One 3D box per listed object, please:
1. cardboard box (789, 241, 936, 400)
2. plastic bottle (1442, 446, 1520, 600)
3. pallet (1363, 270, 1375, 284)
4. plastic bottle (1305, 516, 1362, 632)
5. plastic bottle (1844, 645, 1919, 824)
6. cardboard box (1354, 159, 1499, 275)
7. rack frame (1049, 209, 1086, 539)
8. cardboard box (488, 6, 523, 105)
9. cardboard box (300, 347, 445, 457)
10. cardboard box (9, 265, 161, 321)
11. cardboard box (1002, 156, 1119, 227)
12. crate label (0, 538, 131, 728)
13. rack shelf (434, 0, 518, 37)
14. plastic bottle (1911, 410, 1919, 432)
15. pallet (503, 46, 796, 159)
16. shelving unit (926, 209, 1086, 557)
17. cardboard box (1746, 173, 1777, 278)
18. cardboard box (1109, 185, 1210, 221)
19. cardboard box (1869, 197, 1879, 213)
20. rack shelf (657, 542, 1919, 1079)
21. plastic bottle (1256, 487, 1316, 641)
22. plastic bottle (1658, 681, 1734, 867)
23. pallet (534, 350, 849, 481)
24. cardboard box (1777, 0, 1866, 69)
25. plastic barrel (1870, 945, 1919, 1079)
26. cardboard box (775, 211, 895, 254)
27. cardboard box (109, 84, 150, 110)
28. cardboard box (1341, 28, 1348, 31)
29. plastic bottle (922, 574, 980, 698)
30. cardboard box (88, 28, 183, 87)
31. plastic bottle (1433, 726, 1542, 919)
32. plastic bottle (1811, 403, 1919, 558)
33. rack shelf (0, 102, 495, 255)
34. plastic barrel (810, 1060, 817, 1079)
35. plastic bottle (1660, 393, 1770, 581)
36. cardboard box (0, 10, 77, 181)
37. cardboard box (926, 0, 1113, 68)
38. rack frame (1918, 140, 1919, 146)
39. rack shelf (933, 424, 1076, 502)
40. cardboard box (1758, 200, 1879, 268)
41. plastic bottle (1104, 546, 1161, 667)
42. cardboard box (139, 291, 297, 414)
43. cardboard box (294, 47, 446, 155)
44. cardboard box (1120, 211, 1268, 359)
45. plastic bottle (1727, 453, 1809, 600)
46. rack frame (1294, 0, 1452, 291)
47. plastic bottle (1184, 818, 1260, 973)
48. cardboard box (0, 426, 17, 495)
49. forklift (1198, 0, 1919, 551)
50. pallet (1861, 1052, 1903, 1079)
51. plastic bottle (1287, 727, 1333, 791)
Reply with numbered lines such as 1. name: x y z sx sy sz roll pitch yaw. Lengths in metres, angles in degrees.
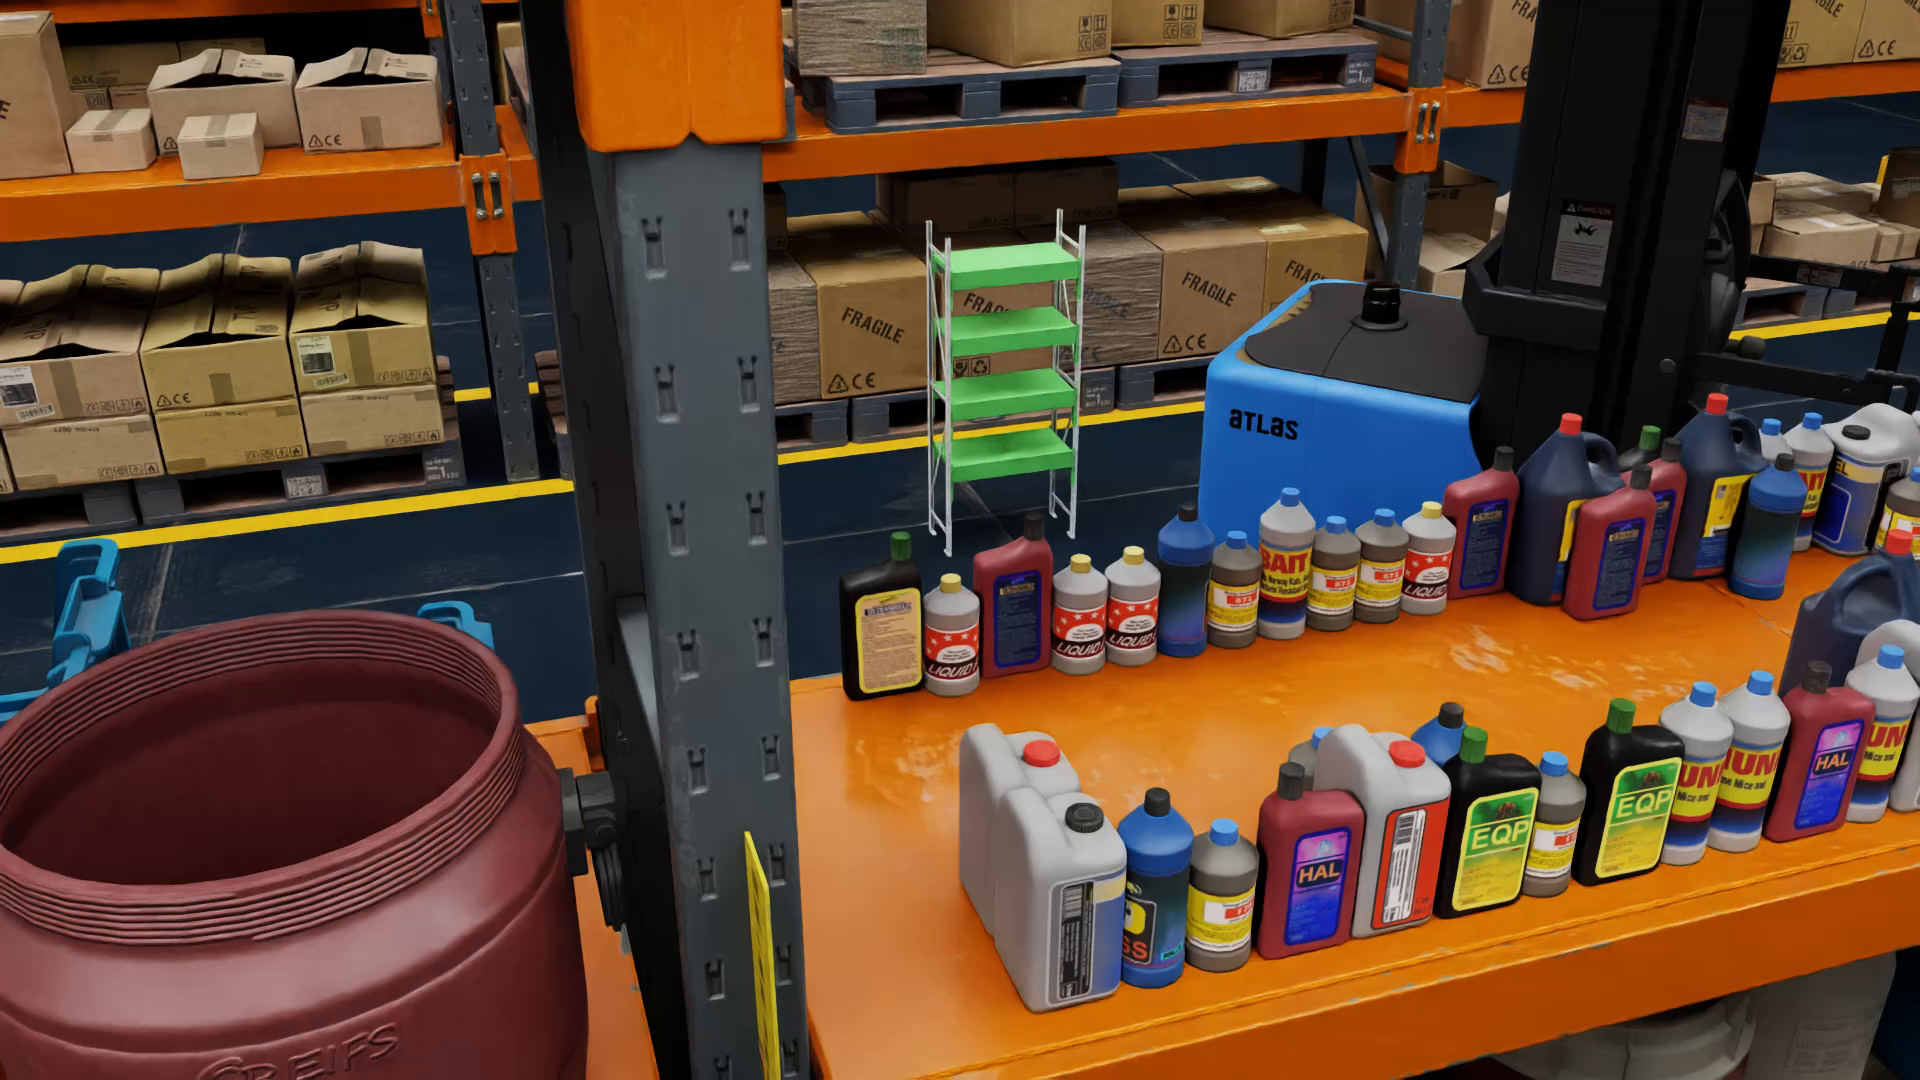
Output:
1. cardboard box: -0.418 -0.947 7.101 0.500 0.500 0.500 -9 28 -17
2. plastic bottle: 0.956 -0.033 3.074 0.133 0.283 0.061 -8 28 -16
3. pallet: 2.543 -1.182 8.394 1.213 0.211 1.003 -8 28 -16
4. plastic bottle: 0.667 0.054 2.990 0.097 0.201 0.097 0 26 0
5. plastic bottle: 1.345 0.280 2.458 0.097 0.271 0.097 0 26 0
6. cardboard box: 2.344 -1.613 8.442 0.500 0.500 0.500 -8 28 -16
7. rack frame: 0.389 -0.594 6.097 0.015 1.200 0.240 -8 28 -16
8. cardboard box: -2.711 -3.151 11.170 0.750 0.750 0.750 -9 28 -17
9. cardboard box: -2.338 -0.567 6.639 0.500 0.250 0.500 -8 27 -15
10. cardboard box: -3.485 -0.901 6.681 0.500 0.311 0.500 -9 28 -17
11. cardboard box: 0.404 -1.649 7.672 0.500 0.250 0.500 -8 28 -16
12. crate label: -1.412 0.315 2.202 0.616 0.435 0.502 -8 28 -16
13. rack shelf: -1.549 -3.833 11.407 4.000 0.370 1.077 -8 28 -16
14. plastic bottle: 1.982 -0.157 3.331 0.135 0.276 0.152 -8 28 -16
15. pallet: -1.291 -1.823 6.765 1.003 0.211 1.213 -8 28 -16
16. shelving unit: 0.157 -0.560 6.029 0.503 1.200 0.258 -8 28 -16
17. cardboard box: 3.675 -1.677 8.567 0.637 0.503 0.797 -8 28 -16
18. cardboard box: 0.851 -1.373 7.958 0.500 0.500 0.500 -8 27 -15
19. cardboard box: 4.951 -1.869 9.333 0.250 0.166 0.380 -8 28 -16
20. rack shelf: 1.519 0.355 2.970 4.000 0.370 1.077 -8 28 -16
21. plastic bottle: 0.574 0.037 2.948 0.097 0.271 0.097 0 26 0
22. plastic bottle: 1.033 0.325 2.367 0.097 0.271 0.097 0 26 0
23. pallet: -1.192 -0.624 7.270 1.213 0.211 1.003 -8 28 -16
24. cardboard box: 3.904 -2.547 7.895 0.500 0.500 0.500 -9 28 -17
25. plastic barrel: 2.224 0.675 3.405 0.708 0.901 0.600 -8 28 -16
26. cardboard box: -0.605 -1.163 7.535 0.500 0.500 0.500 -9 28 -18
27. cardboard box: -5.109 -2.734 10.701 0.500 0.500 0.700 -8 28 -16
28. cardboard box: 2.567 -3.773 12.816 0.500 0.500 0.700 -9 28 -18
29. plastic bottle: -0.015 0.153 2.791 0.097 0.201 0.097 0 26 0
30. cardboard box: -5.168 -3.047 10.488 0.500 0.250 0.500 -8 28 -16
31. plastic bottle: 0.710 0.375 2.252 0.133 0.283 0.061 -8 28 -16
32. plastic bottle: 1.761 -0.125 3.267 0.135 0.276 0.152 -8 28 -16
33. rack shelf: -3.815 -1.189 6.080 4.000 0.370 1.077 -8 28 -16
34. plastic barrel: 0.077 1.018 2.795 0.708 0.830 0.600 -8 28 -16
35. plastic bottle: 1.423 -0.111 3.156 0.185 0.351 0.144 -8 28 -16
36. cardboard box: -3.504 -1.593 5.973 0.500 0.500 0.500 -10 28 -19
37. cardboard box: 0.229 -2.301 6.926 0.500 0.500 0.700 -16 31 -29
38. rack frame: 5.693 -2.888 8.694 0.127 3.000 1.000 -8 28 -16
39. rack shelf: 0.157 -0.288 6.164 0.480 0.148 0.258 -8 28 -16
40. cardboard box: 4.340 -1.556 8.609 0.500 0.250 0.500 -8 28 -16
41. plastic bottle: 0.297 0.108 2.882 0.097 0.201 0.097 0 26 0
42. cardboard box: -2.827 -0.743 6.363 0.500 0.311 0.500 -9 28 -17
43. cardboard box: -2.273 -1.715 6.431 0.500 0.311 0.500 -7 27 -13
44. cardboard box: 1.037 -1.161 7.531 0.500 0.500 0.500 -8 28 -16
45. plastic bottle: 1.502 -0.030 3.083 0.097 0.271 0.097 0 26 0
46. rack frame: 1.890 -2.337 7.584 0.127 3.000 1.000 -8 28 -16
47. plastic bottle: 0.340 0.457 2.180 0.097 0.201 0.097 0 26 0
48. cardboard box: -3.794 -0.355 6.211 0.500 0.250 0.500 -8 27 -15
49. forklift: 2.258 -0.744 4.453 3.031 2.935 1.130 14 30 26
50. pallet: 1.512 1.265 3.464 1.213 0.211 1.003 -8 28 -16
51. plastic bottle: 0.512 0.361 2.373 0.097 0.201 0.097 0 26 0
